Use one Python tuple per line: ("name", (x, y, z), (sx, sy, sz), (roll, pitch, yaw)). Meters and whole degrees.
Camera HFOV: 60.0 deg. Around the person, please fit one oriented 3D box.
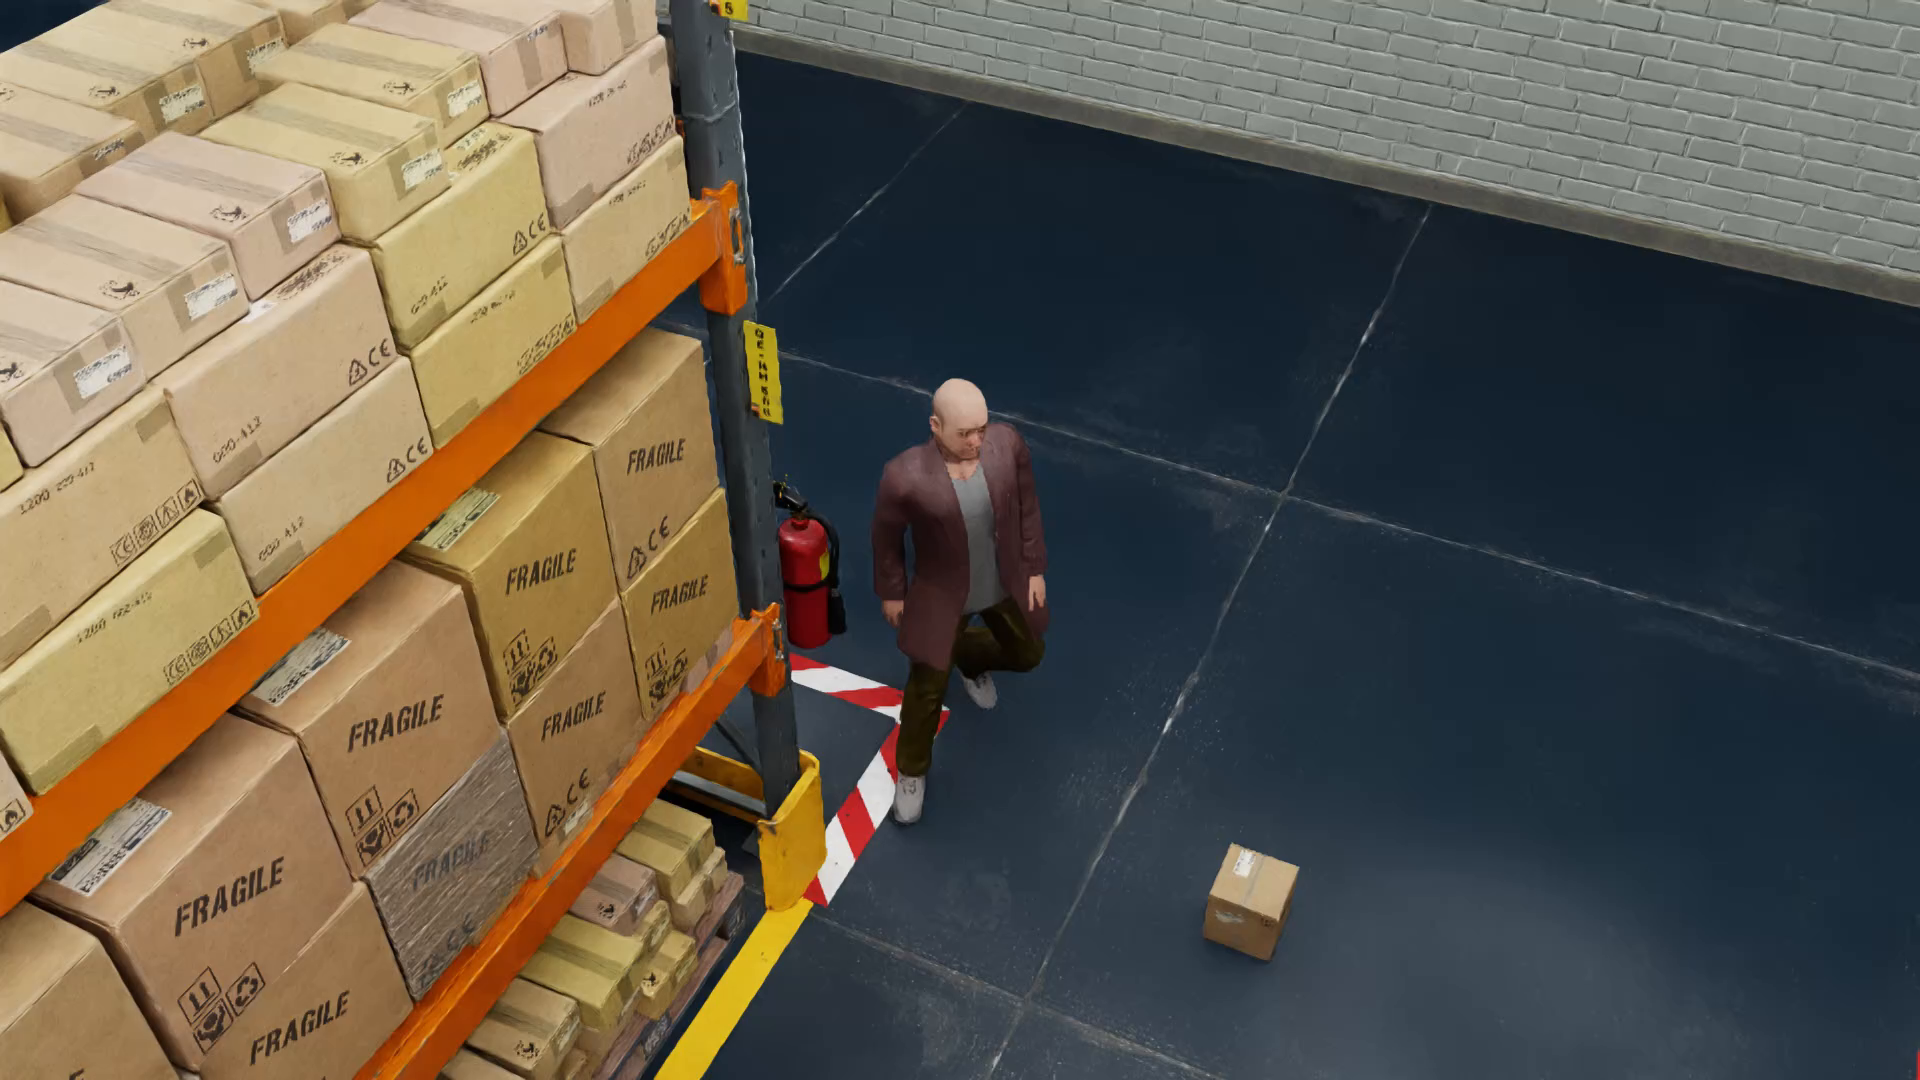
("person", (-0.032, 0.137, 5.985), (0.700, 1.771, 0.678), (-16, 44, -17))
